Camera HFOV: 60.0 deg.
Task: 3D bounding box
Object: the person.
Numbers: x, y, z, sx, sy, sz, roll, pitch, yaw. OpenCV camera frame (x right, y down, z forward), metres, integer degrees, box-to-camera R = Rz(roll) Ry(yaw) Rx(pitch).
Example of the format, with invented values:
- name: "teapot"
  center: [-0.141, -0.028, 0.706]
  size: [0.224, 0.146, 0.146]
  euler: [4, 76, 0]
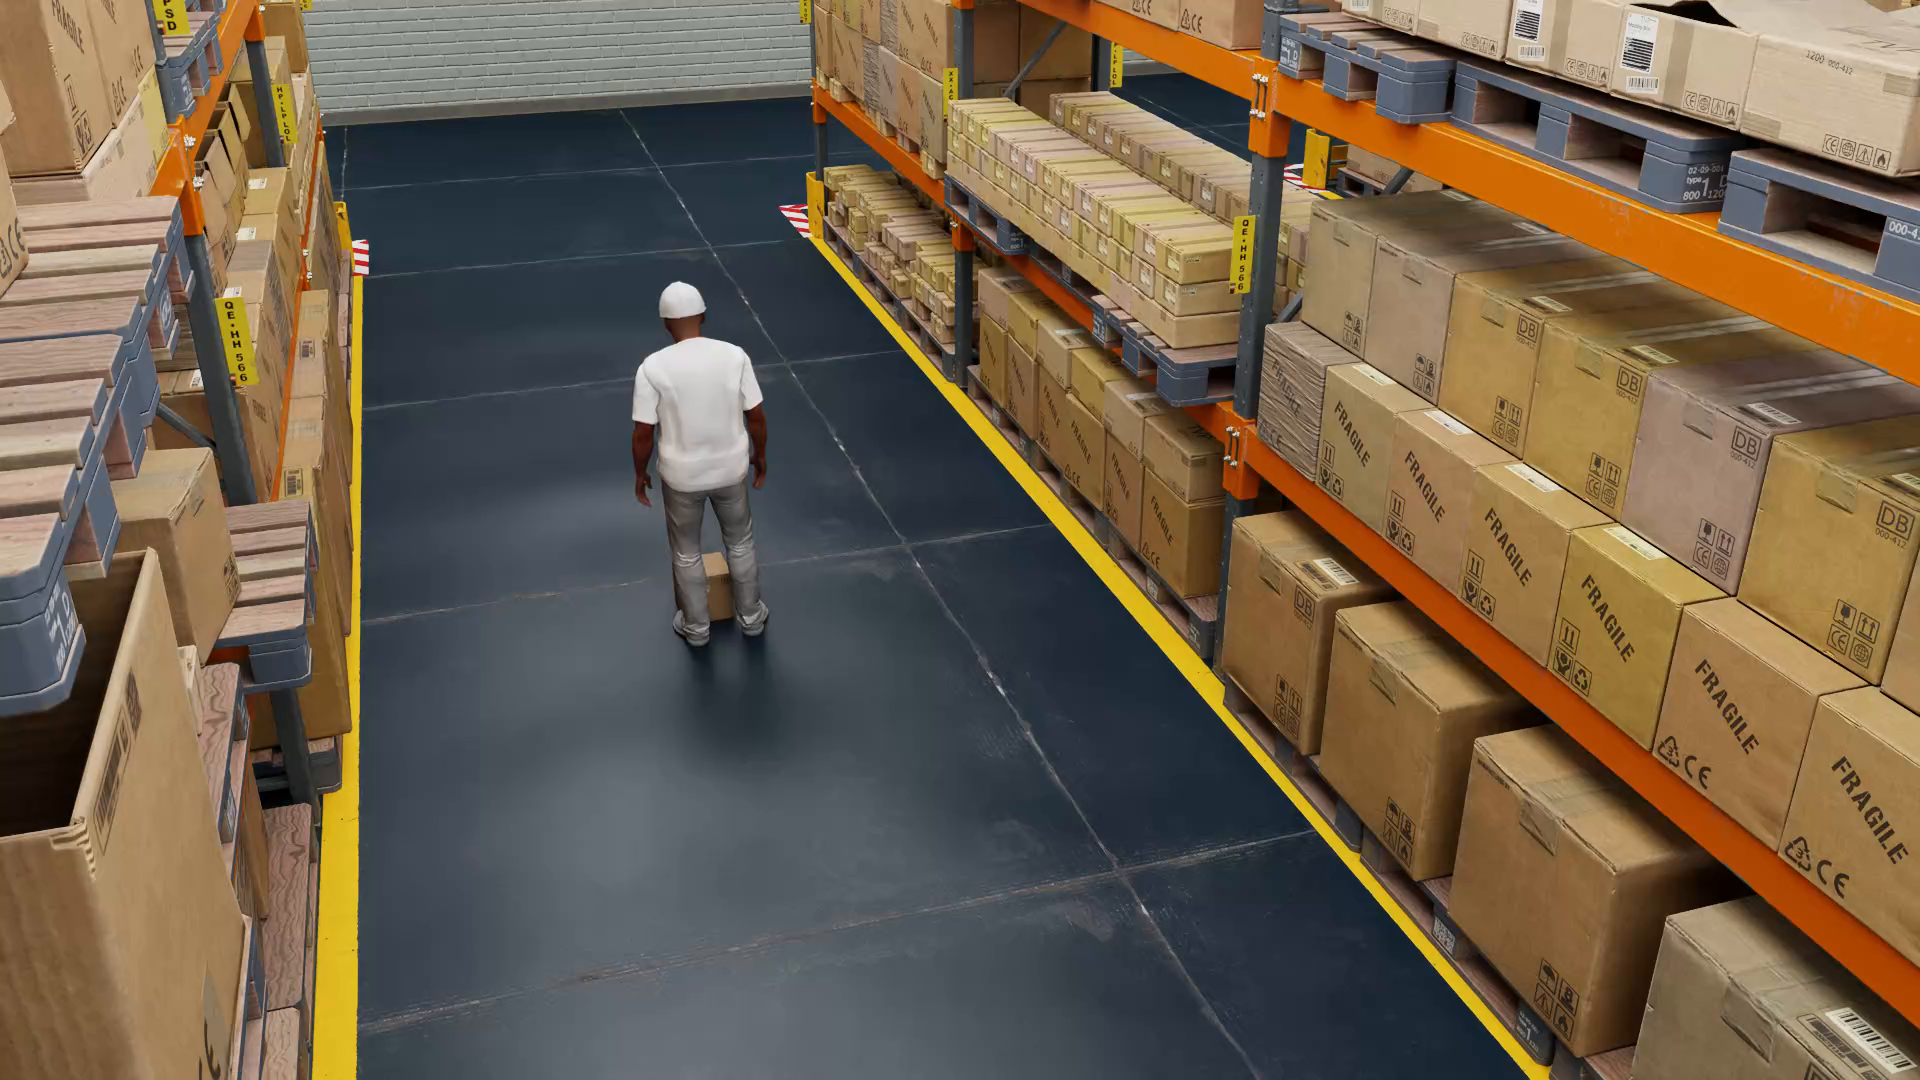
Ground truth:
- name: "person"
  center: [-1.210, -0.343, 7.790]
  size: [0.638, 1.761, 0.455]
  euler: [-9, 28, -18]
